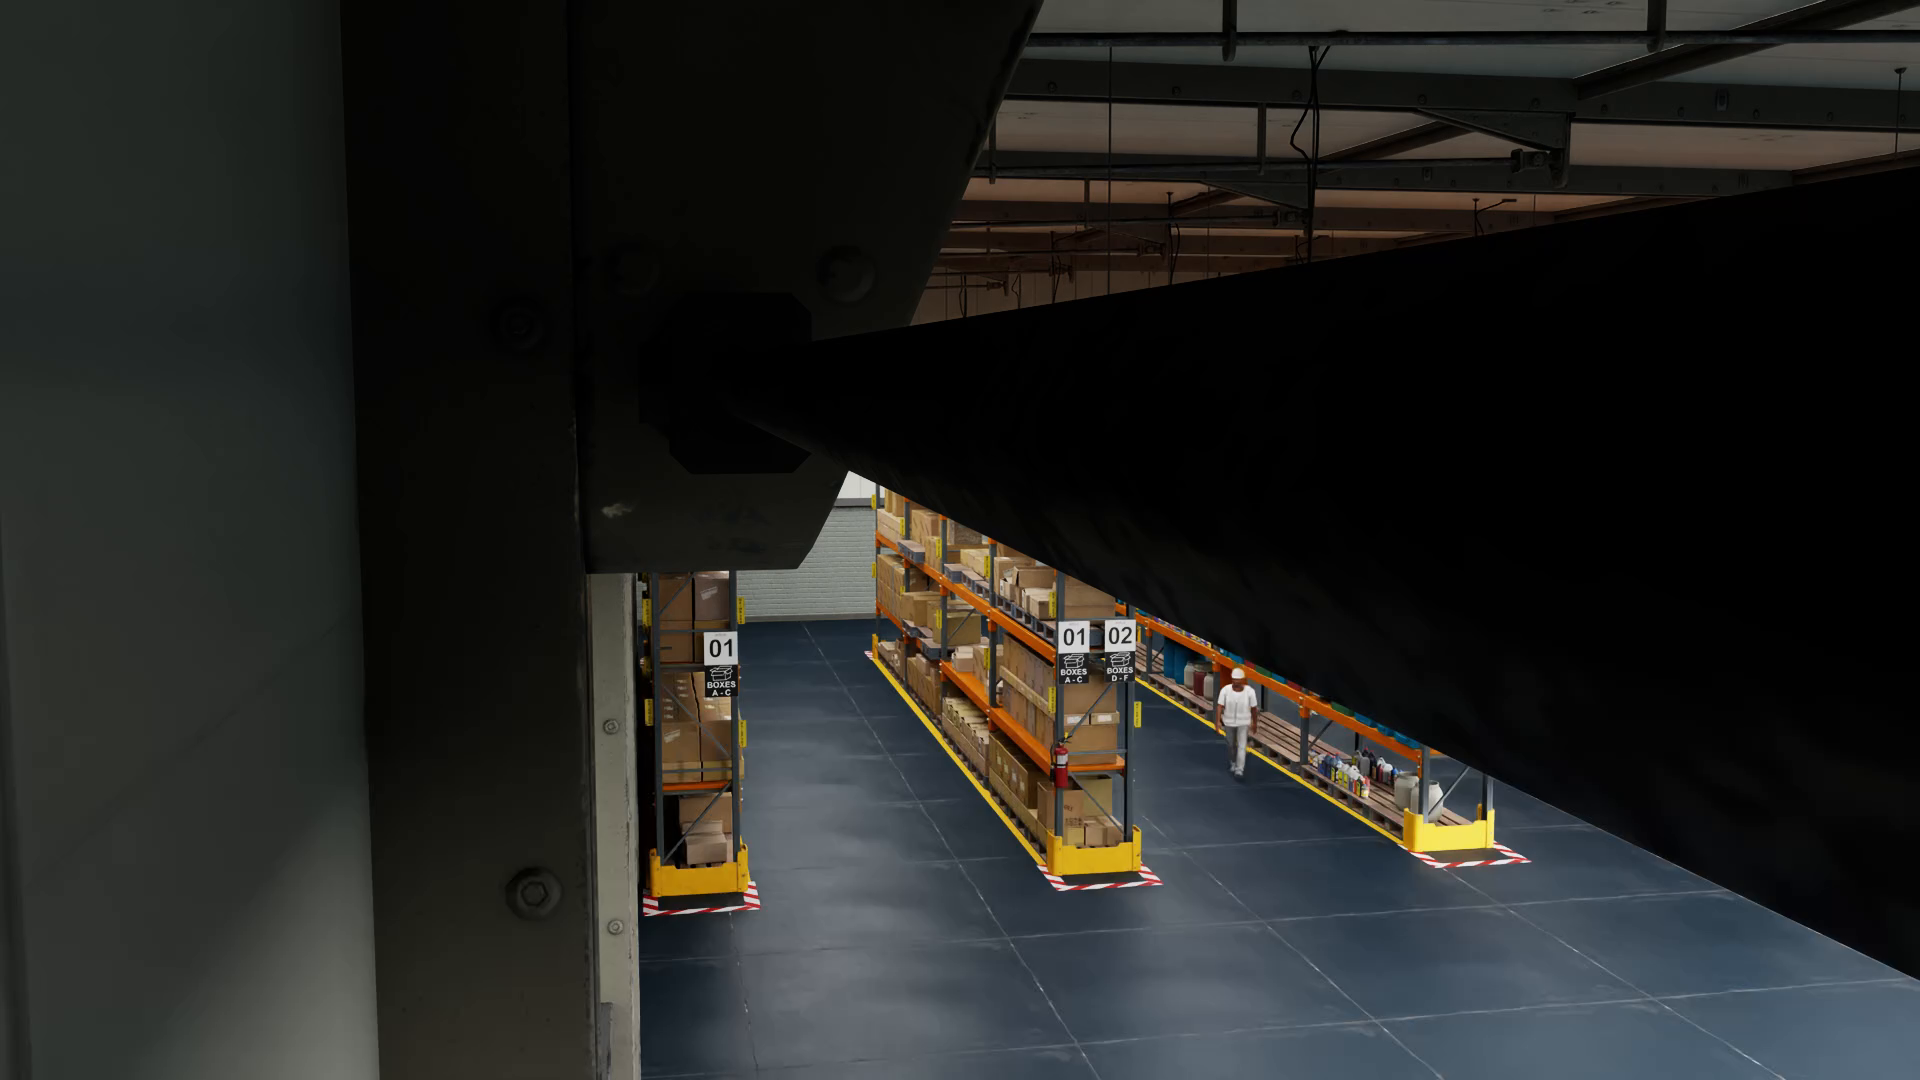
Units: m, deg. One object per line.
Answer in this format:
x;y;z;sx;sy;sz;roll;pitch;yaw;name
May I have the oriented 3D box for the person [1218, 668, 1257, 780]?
4.251;2.829;25.671;0.586;1.693;1.115;2;6;22;person
